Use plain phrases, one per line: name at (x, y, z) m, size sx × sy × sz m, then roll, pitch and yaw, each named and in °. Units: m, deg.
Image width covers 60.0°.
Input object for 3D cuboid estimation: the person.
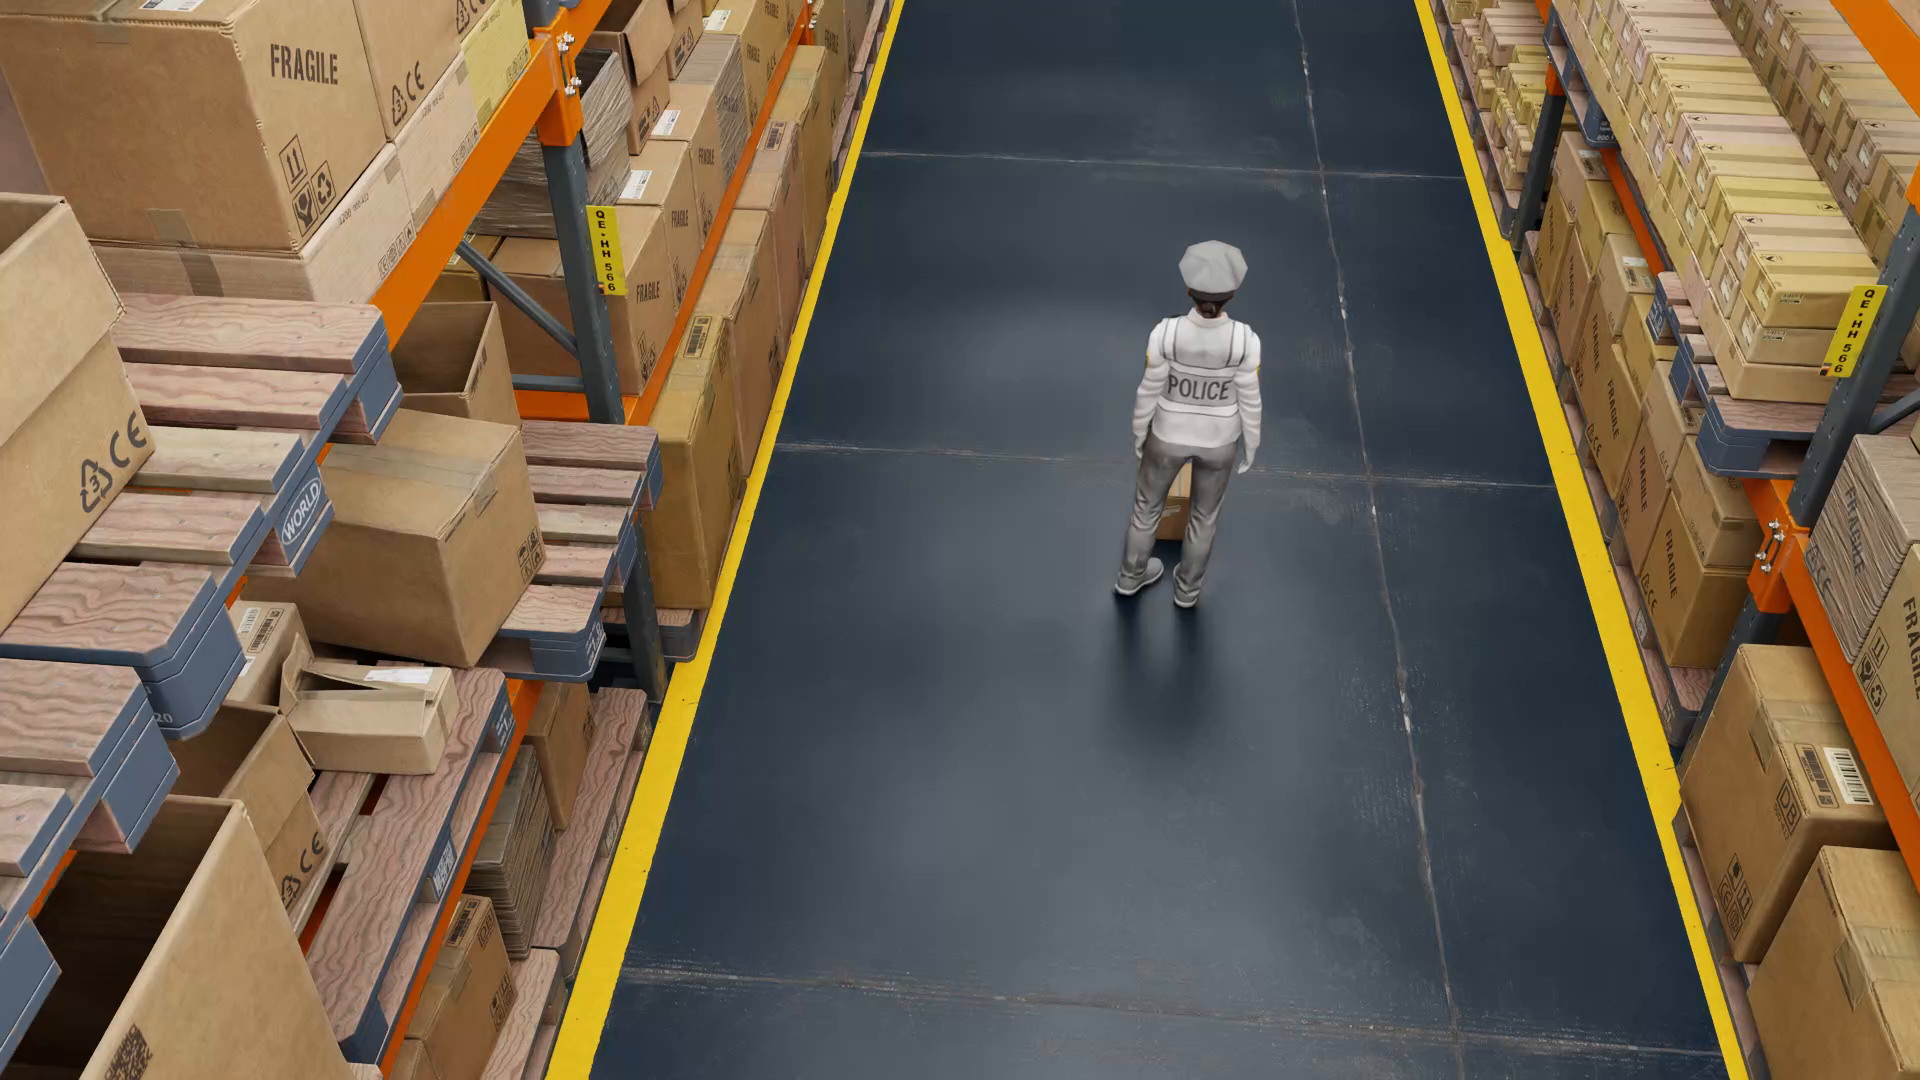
person at (0.932, -0.421, 6.633) m, size 0.523 × 1.688 × 0.339 m, roll 5°, pitch 41°, yaw 6°
